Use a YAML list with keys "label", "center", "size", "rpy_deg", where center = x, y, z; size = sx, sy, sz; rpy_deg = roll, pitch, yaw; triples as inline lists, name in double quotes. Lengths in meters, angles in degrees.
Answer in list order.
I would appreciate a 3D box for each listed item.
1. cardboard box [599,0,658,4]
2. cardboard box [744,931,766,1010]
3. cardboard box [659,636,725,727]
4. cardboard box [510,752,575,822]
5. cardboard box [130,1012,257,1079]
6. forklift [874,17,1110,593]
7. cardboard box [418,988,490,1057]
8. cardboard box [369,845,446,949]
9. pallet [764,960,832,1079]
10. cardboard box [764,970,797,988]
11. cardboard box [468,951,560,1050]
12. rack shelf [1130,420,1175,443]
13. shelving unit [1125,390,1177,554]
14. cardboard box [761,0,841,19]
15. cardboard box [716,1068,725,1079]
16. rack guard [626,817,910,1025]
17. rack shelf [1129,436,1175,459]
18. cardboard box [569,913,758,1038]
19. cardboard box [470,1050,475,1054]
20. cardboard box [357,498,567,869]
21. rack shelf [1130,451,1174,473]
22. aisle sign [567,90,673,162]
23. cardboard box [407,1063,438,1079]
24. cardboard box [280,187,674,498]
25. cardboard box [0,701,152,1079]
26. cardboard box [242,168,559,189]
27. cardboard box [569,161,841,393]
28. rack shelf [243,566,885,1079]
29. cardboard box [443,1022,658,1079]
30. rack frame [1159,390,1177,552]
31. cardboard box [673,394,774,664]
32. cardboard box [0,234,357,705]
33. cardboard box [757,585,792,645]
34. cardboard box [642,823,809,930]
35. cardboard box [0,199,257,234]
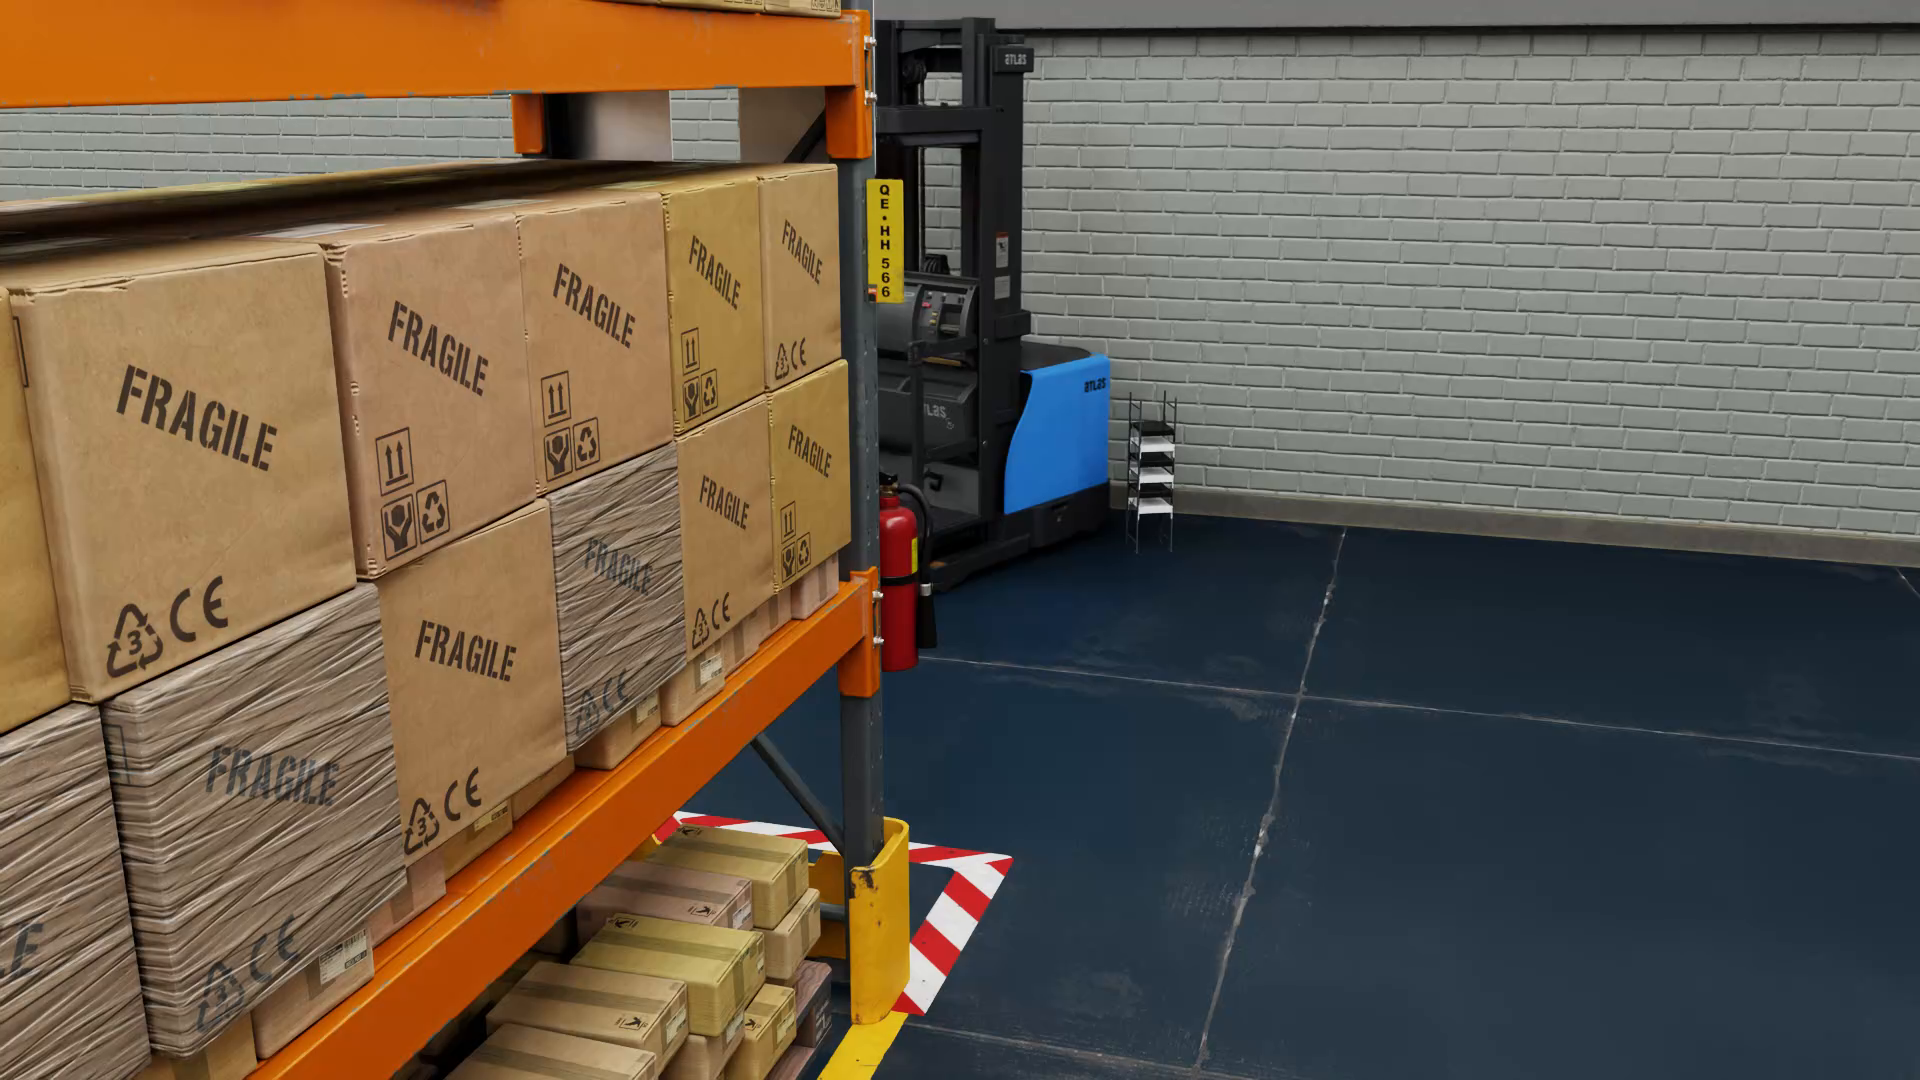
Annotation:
- label: "cardboard box"
  center: [-0.892, -1.104, 3.002]
  size: [0.500, 0.250, 0.500]
  rpy_deg: [5, 17, 18]
- label: "cardboard box"
  center: [-0.727, 1.116, 4.309]
  size: [0.380, 0.149, 0.250]
  rpy_deg: [4, 16, 15]
- label: "cardboard box"
  center: [-0.760, 0.290, 3.769]
  size: [0.380, 0.149, 0.250]
  rpy_deg: [5, 17, 17]
- label: "cardboard box"
  center: [-0.997, 0.423, 3.301]
  size: [0.380, 0.149, 0.250]
  rpy_deg: [4, 16, 14]
- label: "cardboard box"
  center: [-1.222, 0.705, 2.309]
  size: [0.380, 0.149, 0.250]
  rpy_deg: [5, 17, 17]
- label: "forklift"
  center: [-0.430, -1.243, 8.841]
  size: [1.130, 2.935, 3.031]
  rpy_deg: [13, 20, 38]
- label: "cardboard box"
  center: [-1.348, 1.067, 3.933]
  size: [0.380, 0.149, 0.250]
  rpy_deg: [4, 16, 13]
- label: "cardboard box"
  center: [-1.108, 0.561, 2.814]
  size: [0.380, 0.149, 0.250]
  rpy_deg: [5, 17, 18]
- label: "pallet"
  center: [-1.011, 1.436, 4.380]
  size: [1.003, 0.211, 1.213]
  rpy_deg: [5, 16, 16]
- label: "cardboard box"
  center: [-0.674, 1.188, 4.598]
  size: [0.380, 0.149, 0.250]
  rpy_deg: [5, 17, 17]
- label: "cardboard box"
  center: [-1.237, 1.146, 4.200]
  size: [0.380, 0.149, 0.250]
  rpy_deg: [5, 17, 17]
- label: "rack shelf"
  center: [1.096, -0.620, 9.497]
  size: [0.200, 0.077, 0.258]
  rpy_deg: [-3, 16, -9]
- label: "shelving unit"
  center: [1.096, -0.392, 9.562]
  size: [0.210, 0.900, 0.258]
  rpy_deg: [-3, 16, -9]
- label: "cardboard box"
  center: [-0.600, -1.367, 3.929]
  size: [0.500, 0.250, 0.500]
  rpy_deg: [4, 16, 15]
- label: "cardboard box"
  center: [-0.808, 1.326, 4.113]
  size: [0.380, 0.149, 0.250]
  rpy_deg: [5, 16, 16]
- label: "rack guard"
  center: [-0.746, 1.087, 5.080]
  size: [1.175, 0.500, 0.348]
  rpy_deg: [5, 16, 16]
- label: "rack shelf"
  center: [1.096, -0.533, 9.522]
  size: [0.200, 0.077, 0.258]
  rpy_deg: [-3, 16, -9]
- label: "cardboard box"
  center: [-0.711, 1.045, 4.013]
  size: [0.380, 0.149, 0.250]
  rpy_deg: [4, 16, 15]
- label: "cardboard box"
  center: [-1.240, 1.287, 4.250]
  size: [0.380, 0.149, 0.250]
  rpy_deg: [5, 17, 16]
- label: "cardboard box"
  center: [-1.044, 0.208, 2.869]
  size: [0.500, 0.500, 0.500]
  rpy_deg: [5, 17, 19]
- label: "rack shelf"
  center: [1.096, -0.446, 9.546]
  size: [0.200, 0.077, 0.258]
  rpy_deg: [-3, 16, -9]
- label: "aisle sign"
  center: [-0.992, -1.428, 4.604]
  size: [0.394, 0.787, 0.004]
  rpy_deg: [5, 16, 16]
- label: "cardboard box"
  center: [-1.398, 1.282, 3.722]
  size: [0.380, 0.149, 0.250]
  rpy_deg: [4, 16, 13]
- label: "cardboard box"
  center: [-0.899, -0.399, 3.179]
  size: [0.500, 0.500, 0.500]
  rpy_deg: [6, 17, 19]
- label: "cardboard box"
  center: [-1.345, 0.480, 1.912]
  size: [0.500, 0.500, 0.500]
  rpy_deg: [5, 16, 16]
- label: "cardboard box"
  center: [-1.244, -0.578, 3.810]
  size: [0.500, 0.500, 0.500]
  rpy_deg: [5, 17, 17]
- label: "cardboard box"
  center: [-0.616, -0.668, 4.128]
  size: [0.500, 0.500, 0.500]
  rpy_deg: [4, 16, 15]
- label: "rack shelf"
  center: [-1.293, 0.734, 3.063]
  size: [1.077, 0.370, 4.000]
  rpy_deg: [5, 16, 16]
- label: "cardboard box"
  center: [-0.868, 1.182, 3.528]
  size: [0.380, 0.149, 0.250]
  rpy_deg: [5, 17, 18]
- label: "rack frame"
  center: [1.197, -0.396, 9.578]
  size: [0.006, 0.900, 0.240]
  rpy_deg: [-3, 16, -9]
- label: "cardboard box"
  center: [-0.757, -0.055, 3.797]
  size: [0.500, 0.500, 0.500]
  rpy_deg: [4, 16, 15]
- label: "cardboard box"
  center: [-1.194, -0.126, 2.217]
  size: [0.500, 0.500, 0.500]
  rpy_deg: [5, 17, 17]
- label: "cardboard box"
  center: [-0.653, 0.155, 4.246]
  size: [0.380, 0.149, 0.250]
  rpy_deg: [5, 16, 16]
- label: "cardboard box"
  center: [-0.632, 0.906, 4.502]
  size: [0.380, 0.149, 0.250]
  rpy_deg: [5, 17, 17]
- label: "cardboard box"
  center: [-1.555, -0.310, 2.865]
  size: [0.500, 0.500, 0.500]
  rpy_deg: [4, 16, 14]
